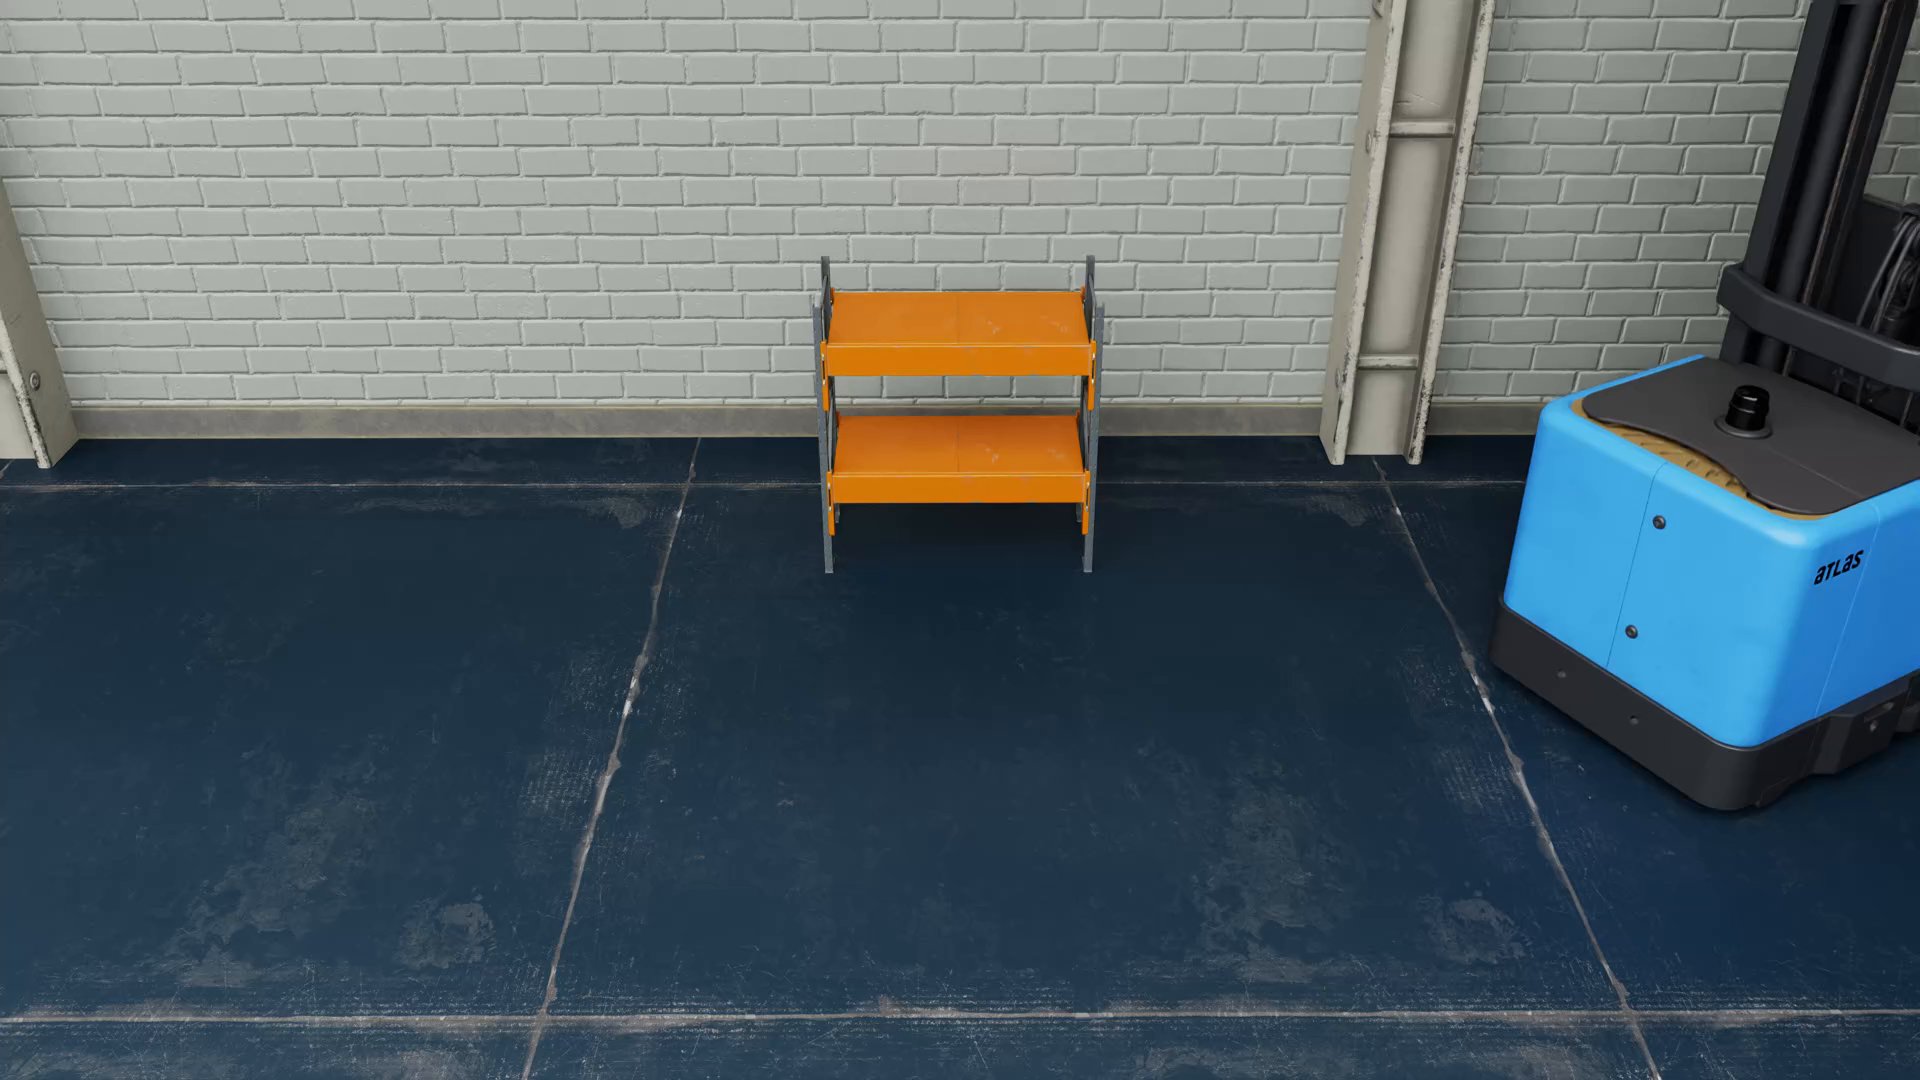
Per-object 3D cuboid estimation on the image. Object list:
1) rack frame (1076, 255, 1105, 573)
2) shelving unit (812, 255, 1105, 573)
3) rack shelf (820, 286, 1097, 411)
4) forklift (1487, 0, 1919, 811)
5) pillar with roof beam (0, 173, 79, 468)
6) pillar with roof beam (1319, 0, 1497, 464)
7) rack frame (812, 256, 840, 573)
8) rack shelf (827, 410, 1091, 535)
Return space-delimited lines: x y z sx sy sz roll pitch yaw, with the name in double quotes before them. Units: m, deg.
"rack frame" 0.502 -0.482 6.461 0.032 1.125 0.500 0 31 0
"shelving unit" -0.007 -0.481 6.458 1.048 1.125 0.538 0 31 0
"rack shelf" -0.007 -0.731 6.306 1.000 0.278 0.538 0 31 0
"forklift" 3.414 -0.953 5.496 3.031 2.935 1.130 -17 35 -26
"pillar with roof beam" -4.147 -2.008 1.385 0.400 9.000 9.100 0 31 0
"pillar with roof beam" 1.853 -2.027 1.416 0.400 9.000 9.100 0 31 0
"rack frame" -0.515 -0.479 6.456 0.032 1.125 0.500 0 31 0
"rack shelf" -0.007 -0.272 6.585 1.000 0.278 0.538 0 31 0
